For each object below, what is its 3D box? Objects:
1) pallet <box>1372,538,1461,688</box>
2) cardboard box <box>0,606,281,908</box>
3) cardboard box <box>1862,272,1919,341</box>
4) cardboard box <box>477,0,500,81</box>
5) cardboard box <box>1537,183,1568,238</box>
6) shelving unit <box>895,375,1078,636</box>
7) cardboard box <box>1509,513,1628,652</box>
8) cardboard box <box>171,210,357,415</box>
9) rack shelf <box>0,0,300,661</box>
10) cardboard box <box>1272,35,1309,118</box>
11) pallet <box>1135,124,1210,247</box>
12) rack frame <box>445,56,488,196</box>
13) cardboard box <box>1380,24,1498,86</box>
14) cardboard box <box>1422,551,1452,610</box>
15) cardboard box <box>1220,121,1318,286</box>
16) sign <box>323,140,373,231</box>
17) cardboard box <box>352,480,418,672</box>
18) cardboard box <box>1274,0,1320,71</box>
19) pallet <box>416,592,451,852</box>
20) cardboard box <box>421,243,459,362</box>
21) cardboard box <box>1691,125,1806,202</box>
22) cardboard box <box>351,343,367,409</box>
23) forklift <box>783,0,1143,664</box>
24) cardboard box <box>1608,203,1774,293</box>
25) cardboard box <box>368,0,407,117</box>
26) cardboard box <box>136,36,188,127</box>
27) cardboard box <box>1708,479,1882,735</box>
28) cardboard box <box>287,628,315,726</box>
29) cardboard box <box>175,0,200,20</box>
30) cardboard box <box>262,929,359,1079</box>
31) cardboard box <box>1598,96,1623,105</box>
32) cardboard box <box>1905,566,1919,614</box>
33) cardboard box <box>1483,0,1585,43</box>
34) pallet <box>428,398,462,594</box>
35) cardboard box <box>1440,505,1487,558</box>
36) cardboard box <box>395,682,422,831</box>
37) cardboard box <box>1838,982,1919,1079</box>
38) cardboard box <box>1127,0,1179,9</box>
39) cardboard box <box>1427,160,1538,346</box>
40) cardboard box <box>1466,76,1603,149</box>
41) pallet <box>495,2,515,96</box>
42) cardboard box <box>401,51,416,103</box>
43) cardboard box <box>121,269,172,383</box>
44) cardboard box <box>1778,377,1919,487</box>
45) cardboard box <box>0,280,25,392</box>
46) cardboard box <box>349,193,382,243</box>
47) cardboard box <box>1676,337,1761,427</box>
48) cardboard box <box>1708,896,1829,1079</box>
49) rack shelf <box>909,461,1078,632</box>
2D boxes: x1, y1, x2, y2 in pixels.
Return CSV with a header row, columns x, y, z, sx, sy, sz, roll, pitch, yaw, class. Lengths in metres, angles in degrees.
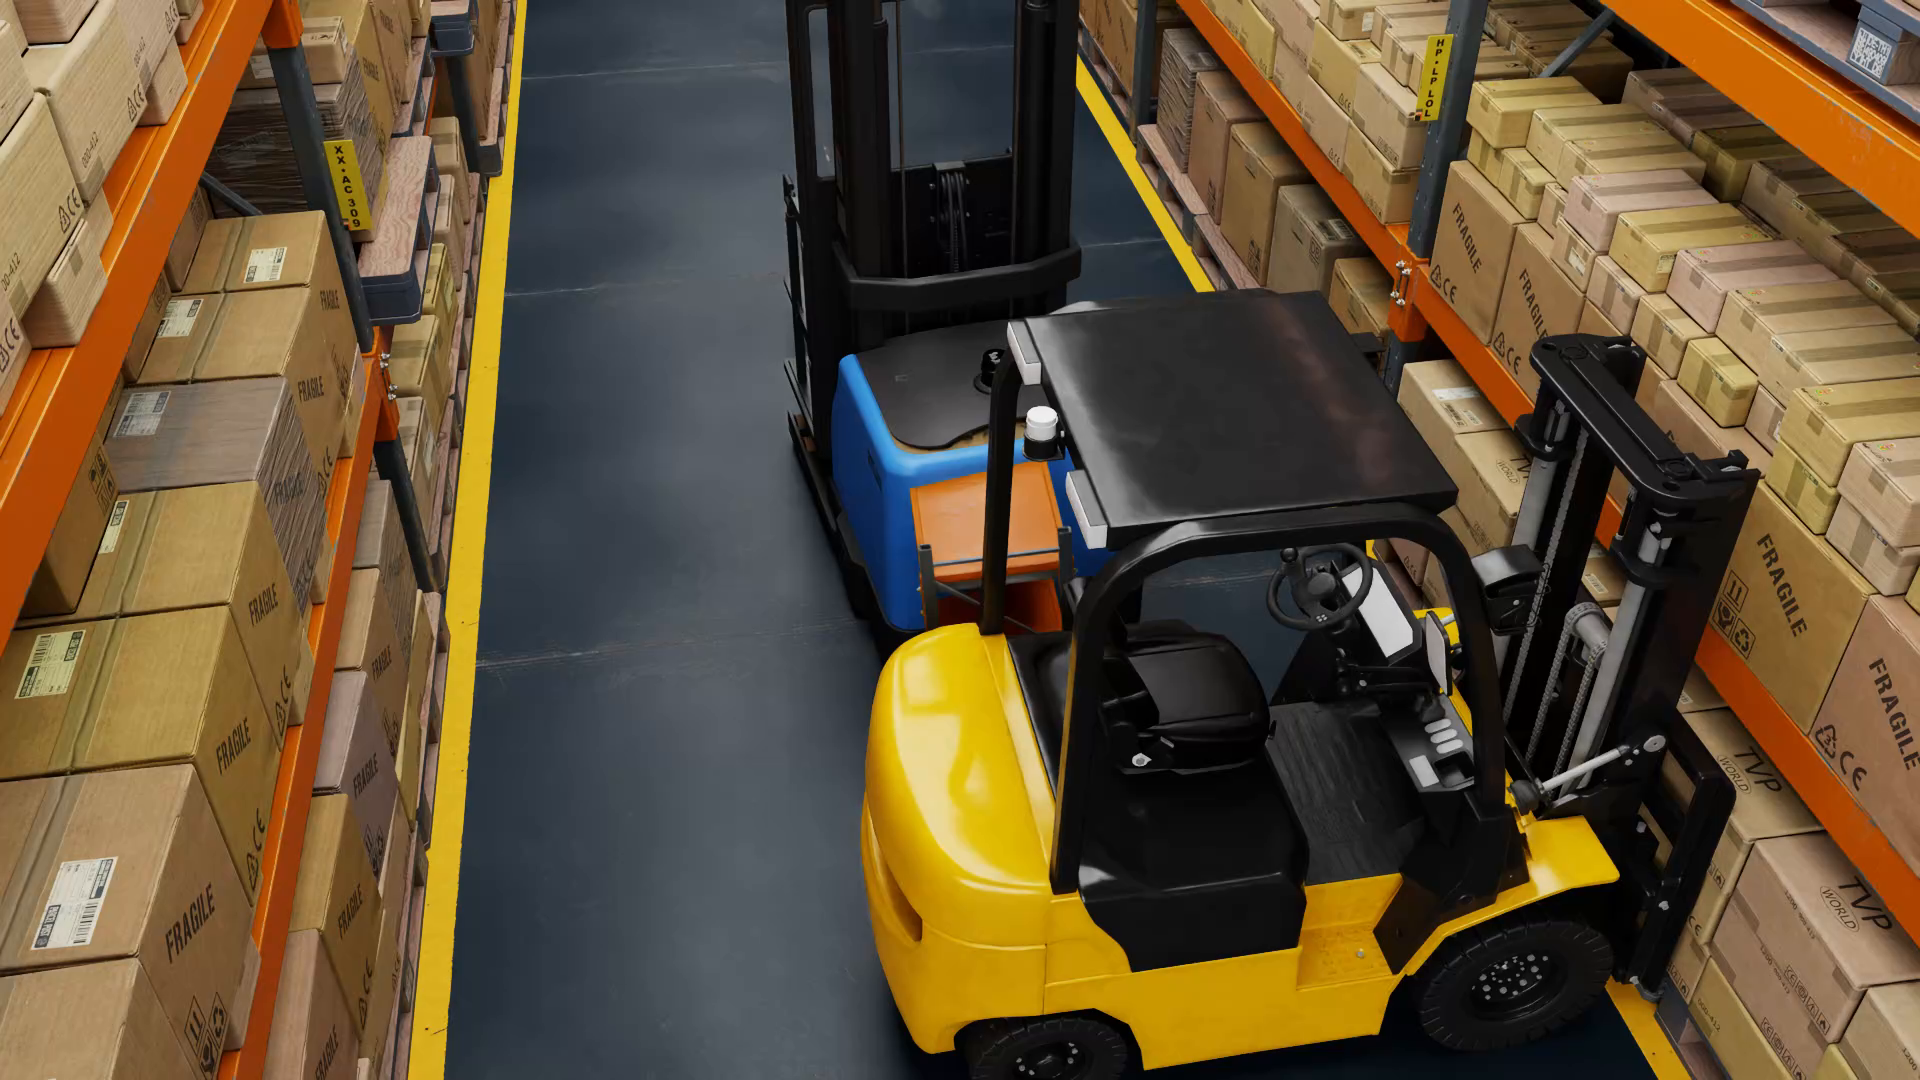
x,y,z,sx,sy,sz,roll,pitch,yaw,class
2.372,0.253,6.752,1.003,0.211,1.213,-6,38,-8,pallet
-1.905,0.526,3.804,0.500,0.500,0.500,-7,38,-9,cardboard box
2.834,-0.652,4.792,0.380,0.149,0.250,-5,38,-7,cardboard box
-3.505,-3.505,10.706,0.875,0.875,0.875,-6,38,-7,cardboard box
2.191,-1.097,5.607,0.380,0.149,0.250,-6,38,-8,cardboard box
0.101,0.121,6.144,0.538,1.125,1.048,-7,39,-2,shelving unit
2.228,0.127,5.725,0.500,0.250,0.500,-5,38,-6,cardboard box
-2.289,-0.712,5.398,0.500,0.500,0.500,-7,38,-9,cardboard box
-2.261,-0.489,3.576,1.077,0.370,4.000,-6,38,-8,rack shelf
1.778,-2.156,7.703,0.500,0.250,0.500,-6,38,-8,cardboard box
1.679,-2.146,9.841,1.003,0.211,1.213,-6,38,-8,pallet
-3.313,-3.213,8.941,1.000,3.000,0.127,-6,38,-8,rack frame
1.932,-1.965,6.724,0.380,0.149,0.250,-7,38,-9,cardboard box
2.137,0.220,6.421,0.500,0.250,0.500,-7,38,-9,cardboard box
1.909,-1.798,8.713,0.875,0.625,0.625,-8,39,-10,cardboard box
-2.079,-1.202,5.646,0.100,0.325,0.005,-6,38,-8,sign
-2.244,0.155,5.893,0.500,0.500,0.500,-7,38,-9,cardboard box
1.755,-2.360,7.557,0.500,0.250,0.500,-6,38,-7,cardboard box
-2.460,0.706,6.169,1.003,0.211,1.213,-6,38,-8,pallet
-2.959,-1.095,8.014,0.950,0.372,0.625,-5,38,-6,cardboard box
2.690,-1.271,5.589,0.380,0.149,0.250,-7,38,-8,cardboard box
-2.256,-0.536,5.700,0.380,0.149,0.250,-7,38,-8,cardboard box
-0.172,-1.528,6.828,1.130,2.935,3.031,-10,39,-13,forklift
2.242,-0.900,5.111,0.380,0.149,0.250,-7,38,-9,cardboard box
-2.574,-2.036,6.760,0.500,0.500,0.500,-6,38,-8,cardboard box
-2.090,-1.101,3.982,0.380,0.149,0.250,-5,38,-7,cardboard box
2.459,0.151,4.530,0.500,0.500,0.500,-7,38,-9,cardboard box
-1.978,0.386,4.513,0.380,0.149,0.250,-6,38,-8,cardboard box
-2.180,-1.497,4.167,0.500,0.250,0.500,-7,38,-9,cardboard box
-1.881,1.396,4.295,0.500,0.500,0.500,-8,38,-10,cardboard box
2.437,-1.805,6.843,0.500,0.250,0.500,-7,38,-9,cardboard box
2.547,0.143,4.011,0.380,0.149,0.250,-6,38,-8,cardboard box
2.385,-2.183,7.004,0.380,0.149,0.250,-6,38,-8,cardboard box
-2.750,-0.166,7.291,1.003,0.211,1.213,-6,38,-8,pallet
2.145,0.019,6.272,0.500,0.250,0.500,-6,38,-8,cardboard box
-2.141,0.772,5.710,0.500,0.250,0.500,-7,38,-9,cardboard box
2.588,1.364,4.134,0.500,0.250,0.500,-5,38,-6,cardboard box
1.237,-3.455,10.419,0.380,0.149,0.250,-8,39,-10,cardboard box
2.095,-1.076,6.109,0.500,0.500,0.500,-7,38,-9,cardboard box
2.038,-1.522,5.911,0.380,0.149,0.250,-5,38,-7,cardboard box
-3.588,-3.331,11.366,1.003,0.211,1.213,-6,38,-8,pallet
-2.599,-2.022,7.270,0.380,0.149,0.250,-5,38,-6,cardboard box
-2.680,-0.749,4.630,0.700,0.500,0.500,-6,38,-8,cardboard box
2.383,-0.284,4.318,0.380,0.149,0.250,-6,38,-7,cardboard box
-1.815,-0.261,2.576,0.500,0.250,0.500,-7,38,-9,cardboard box
-2.398,-1.231,6.252,0.380,0.149,0.250,-6,38,-7,cardboard box
2.322,-0.472,4.802,0.380,0.149,0.250,-7,38,-9,cardboard box
2.505,1.241,4.699,0.500,0.250,0.500,-7,38,-8,cardboard box
0.080,-0.107,5.962,0.538,0.278,1.000,-7,39,-2,rack shelf
